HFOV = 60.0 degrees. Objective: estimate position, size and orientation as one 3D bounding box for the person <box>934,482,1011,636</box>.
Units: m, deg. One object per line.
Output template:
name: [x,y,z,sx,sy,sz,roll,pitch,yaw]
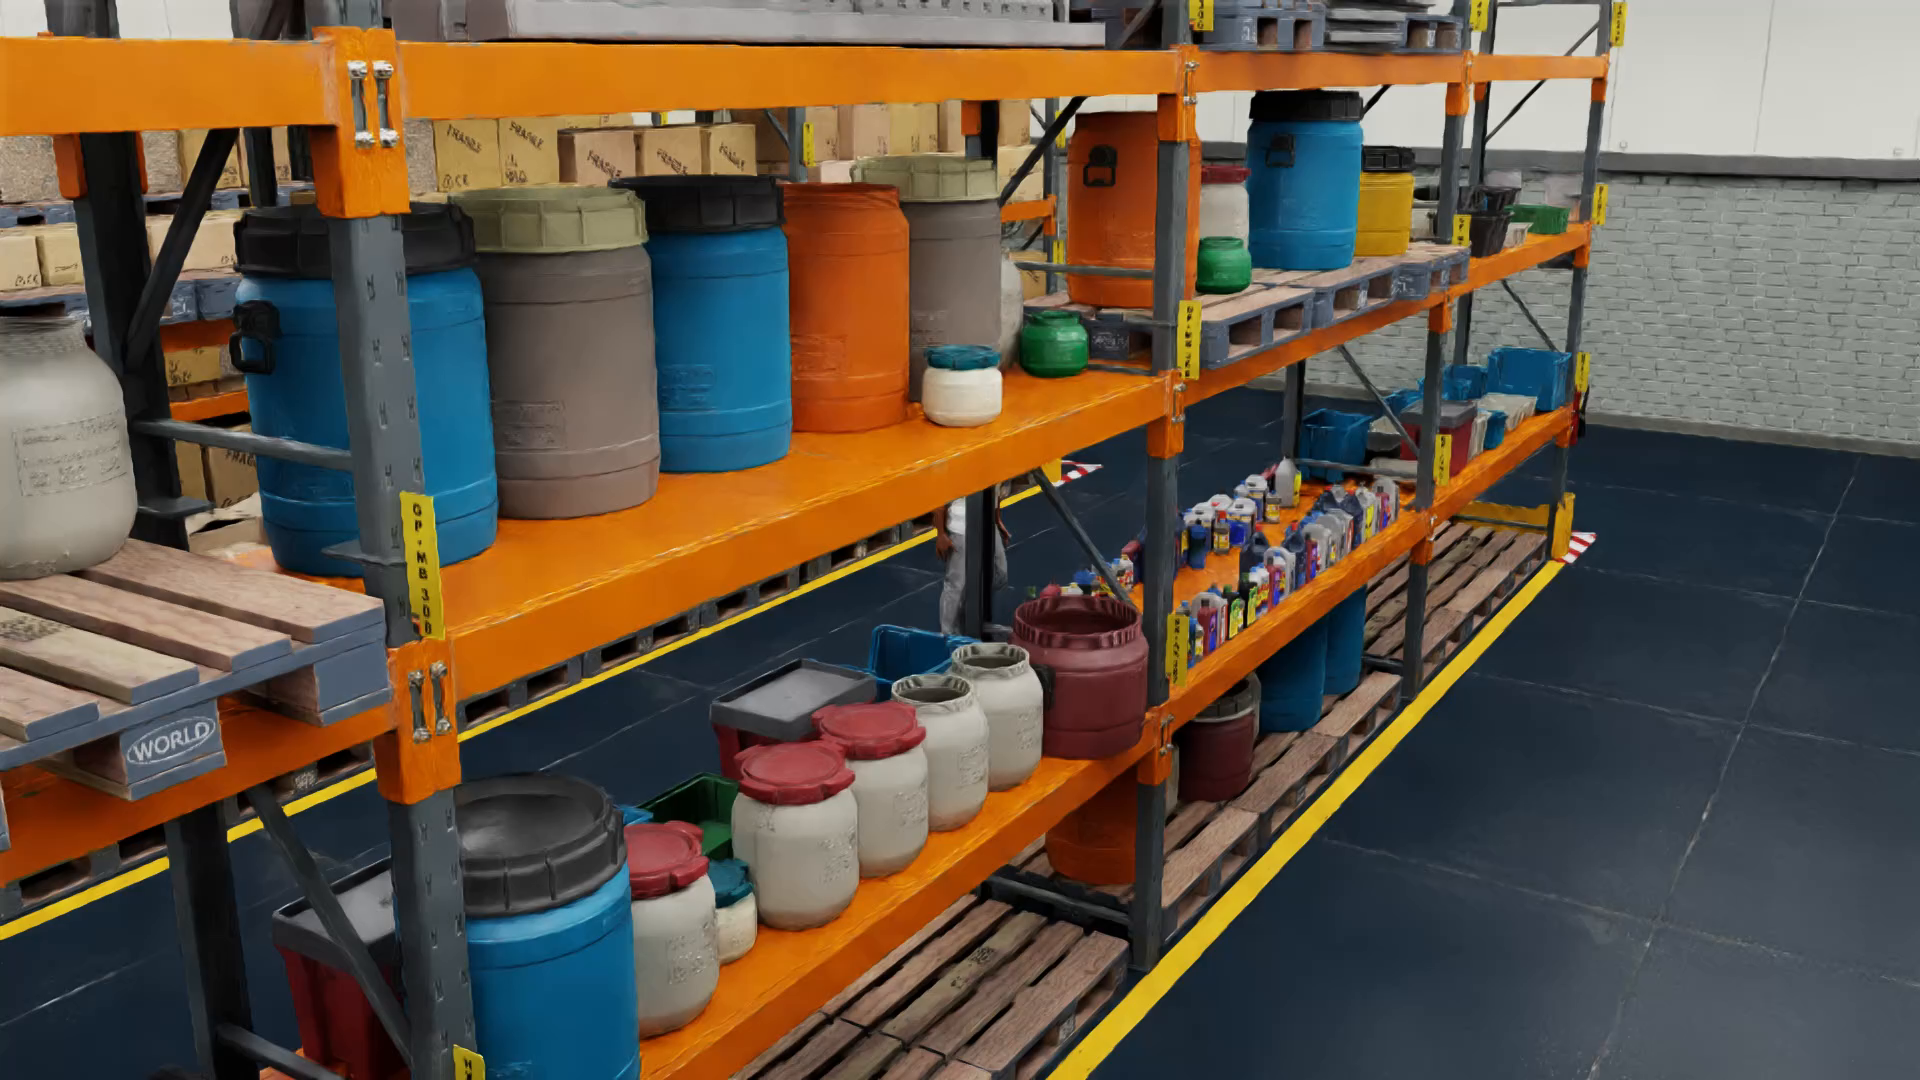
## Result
person: [0.041,-0.089,11.727,0.507,1.759,0.650,14,21,40]
